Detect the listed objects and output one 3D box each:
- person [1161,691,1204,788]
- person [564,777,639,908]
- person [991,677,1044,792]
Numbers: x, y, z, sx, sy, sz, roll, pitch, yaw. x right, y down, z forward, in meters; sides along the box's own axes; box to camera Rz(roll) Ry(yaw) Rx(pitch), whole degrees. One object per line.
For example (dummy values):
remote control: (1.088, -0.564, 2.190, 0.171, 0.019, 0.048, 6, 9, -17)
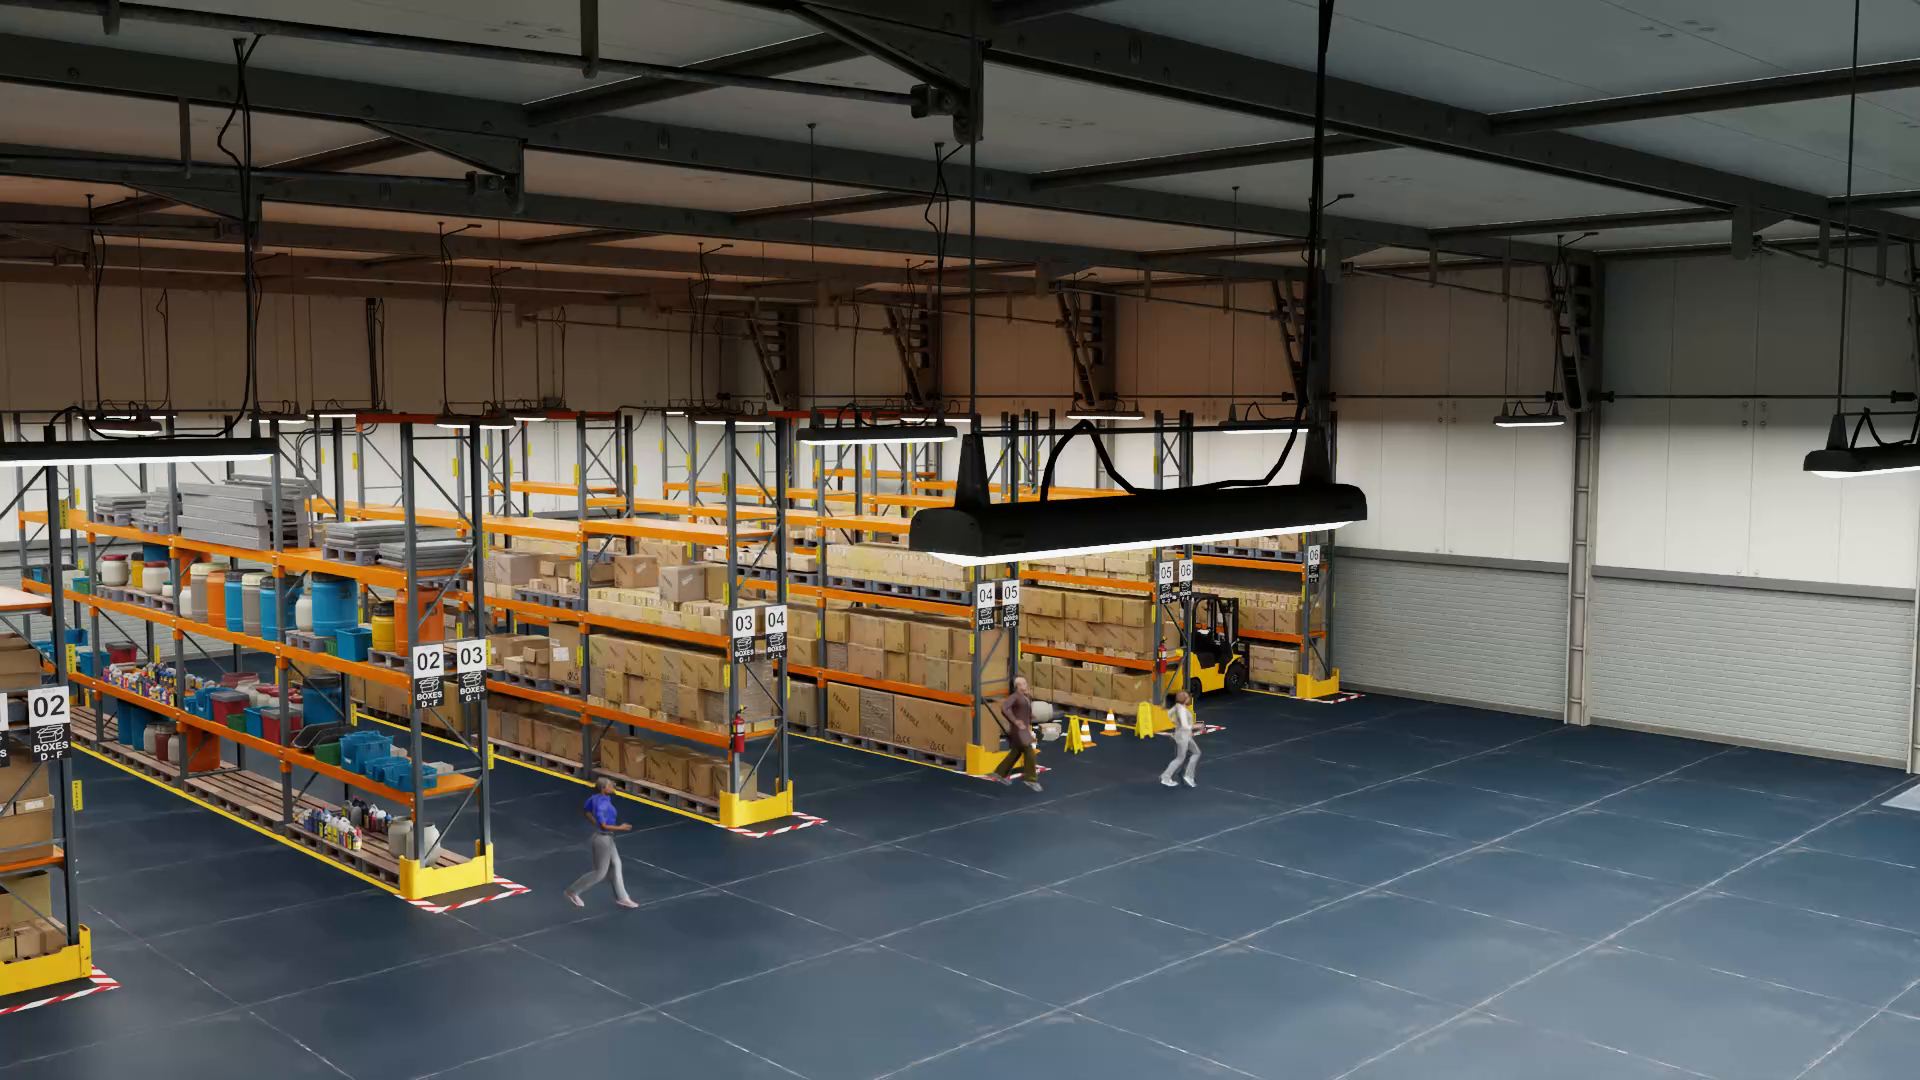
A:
person: (3.592, 3.223, 26.838, 0.690, 1.609, 0.546, 0, 5, 5)
person: (-4.414, 3.737, 20.414, 0.905, 1.683, 0.598, -1, 5, -16)
person: (0.956, 3.124, 26.808, 0.889, 1.848, 0.737, 1, 5, 13)
